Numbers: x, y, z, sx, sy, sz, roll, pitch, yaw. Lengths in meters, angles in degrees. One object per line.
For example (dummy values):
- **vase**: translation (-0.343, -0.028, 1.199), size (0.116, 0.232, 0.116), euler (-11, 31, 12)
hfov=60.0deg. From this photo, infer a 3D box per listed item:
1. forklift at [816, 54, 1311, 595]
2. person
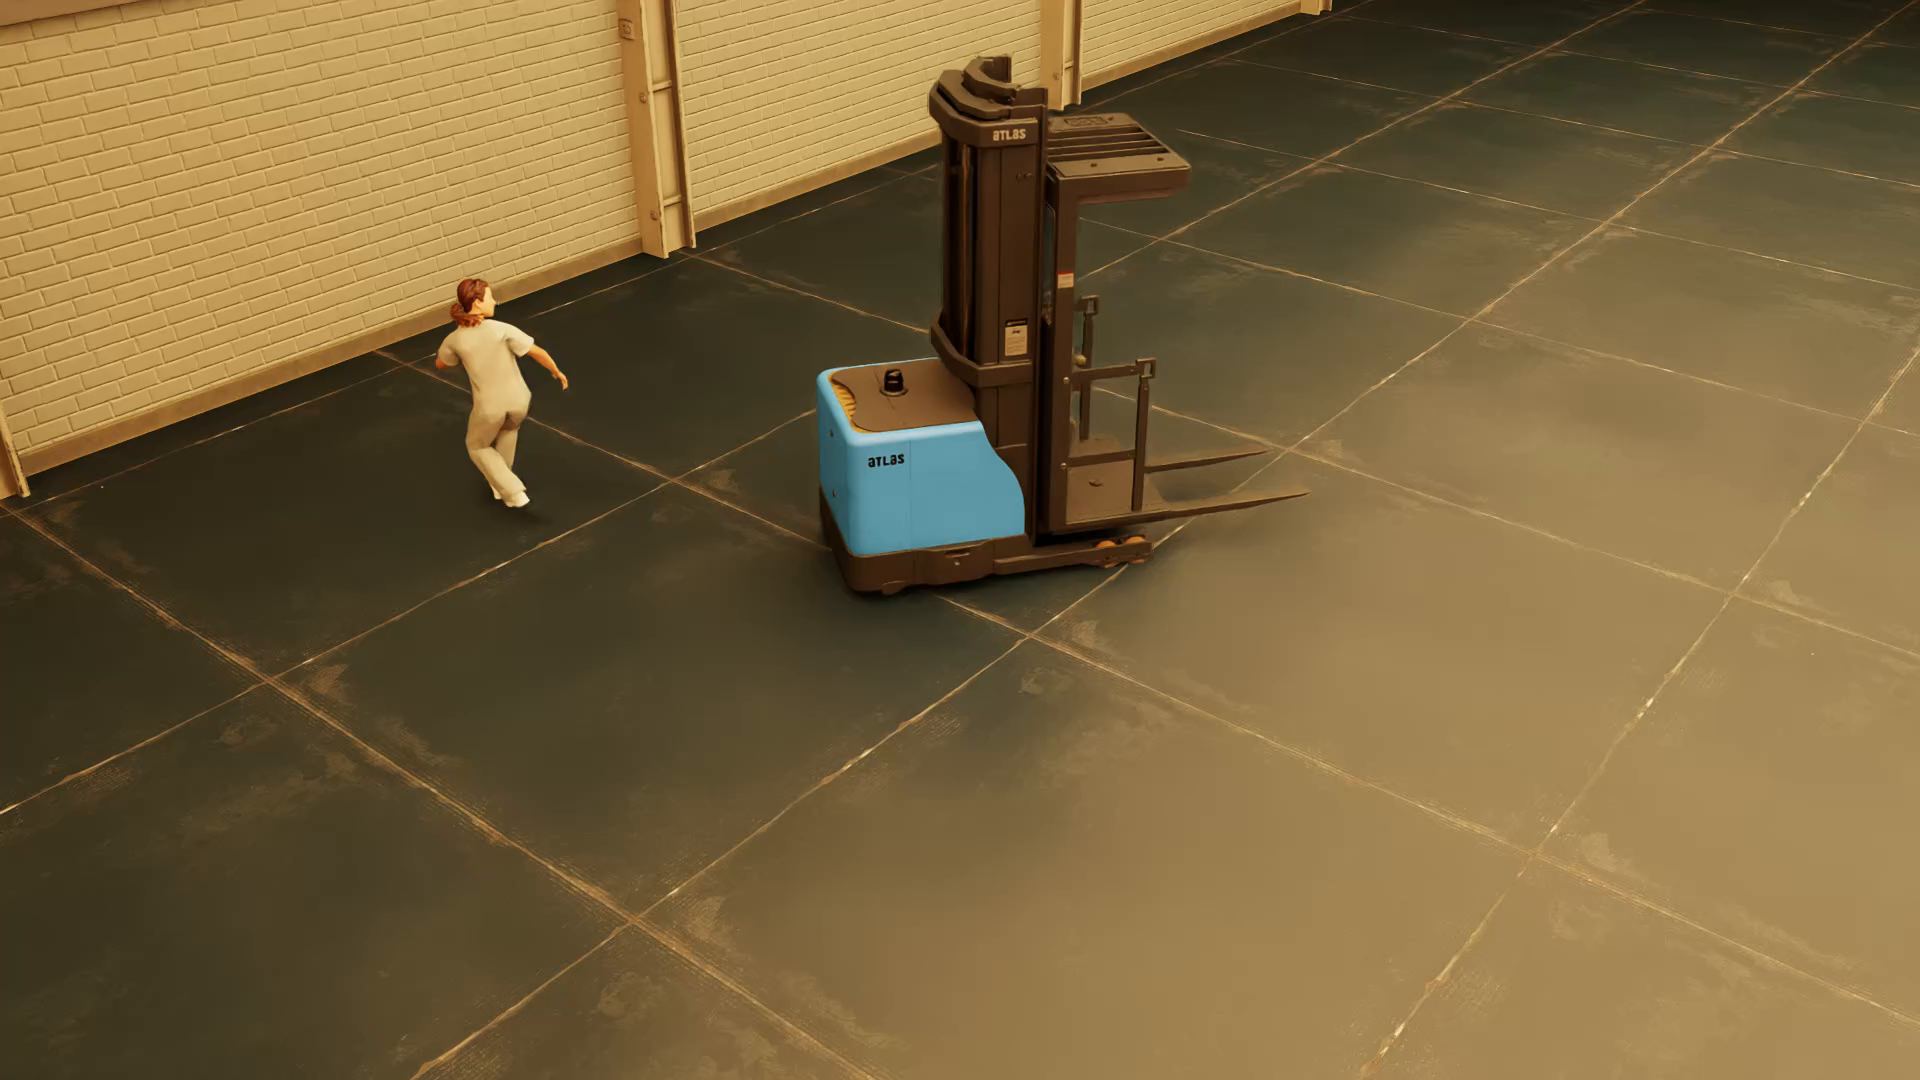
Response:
- **forklift**: translation (0.687, -1.341, 9.890), size (3.031, 2.935, 1.130), euler (-8, 31, -13)
- **person**: translation (-2.903, -0.950, 10.608), size (0.774, 1.542, 0.802), euler (-12, 32, -19)
